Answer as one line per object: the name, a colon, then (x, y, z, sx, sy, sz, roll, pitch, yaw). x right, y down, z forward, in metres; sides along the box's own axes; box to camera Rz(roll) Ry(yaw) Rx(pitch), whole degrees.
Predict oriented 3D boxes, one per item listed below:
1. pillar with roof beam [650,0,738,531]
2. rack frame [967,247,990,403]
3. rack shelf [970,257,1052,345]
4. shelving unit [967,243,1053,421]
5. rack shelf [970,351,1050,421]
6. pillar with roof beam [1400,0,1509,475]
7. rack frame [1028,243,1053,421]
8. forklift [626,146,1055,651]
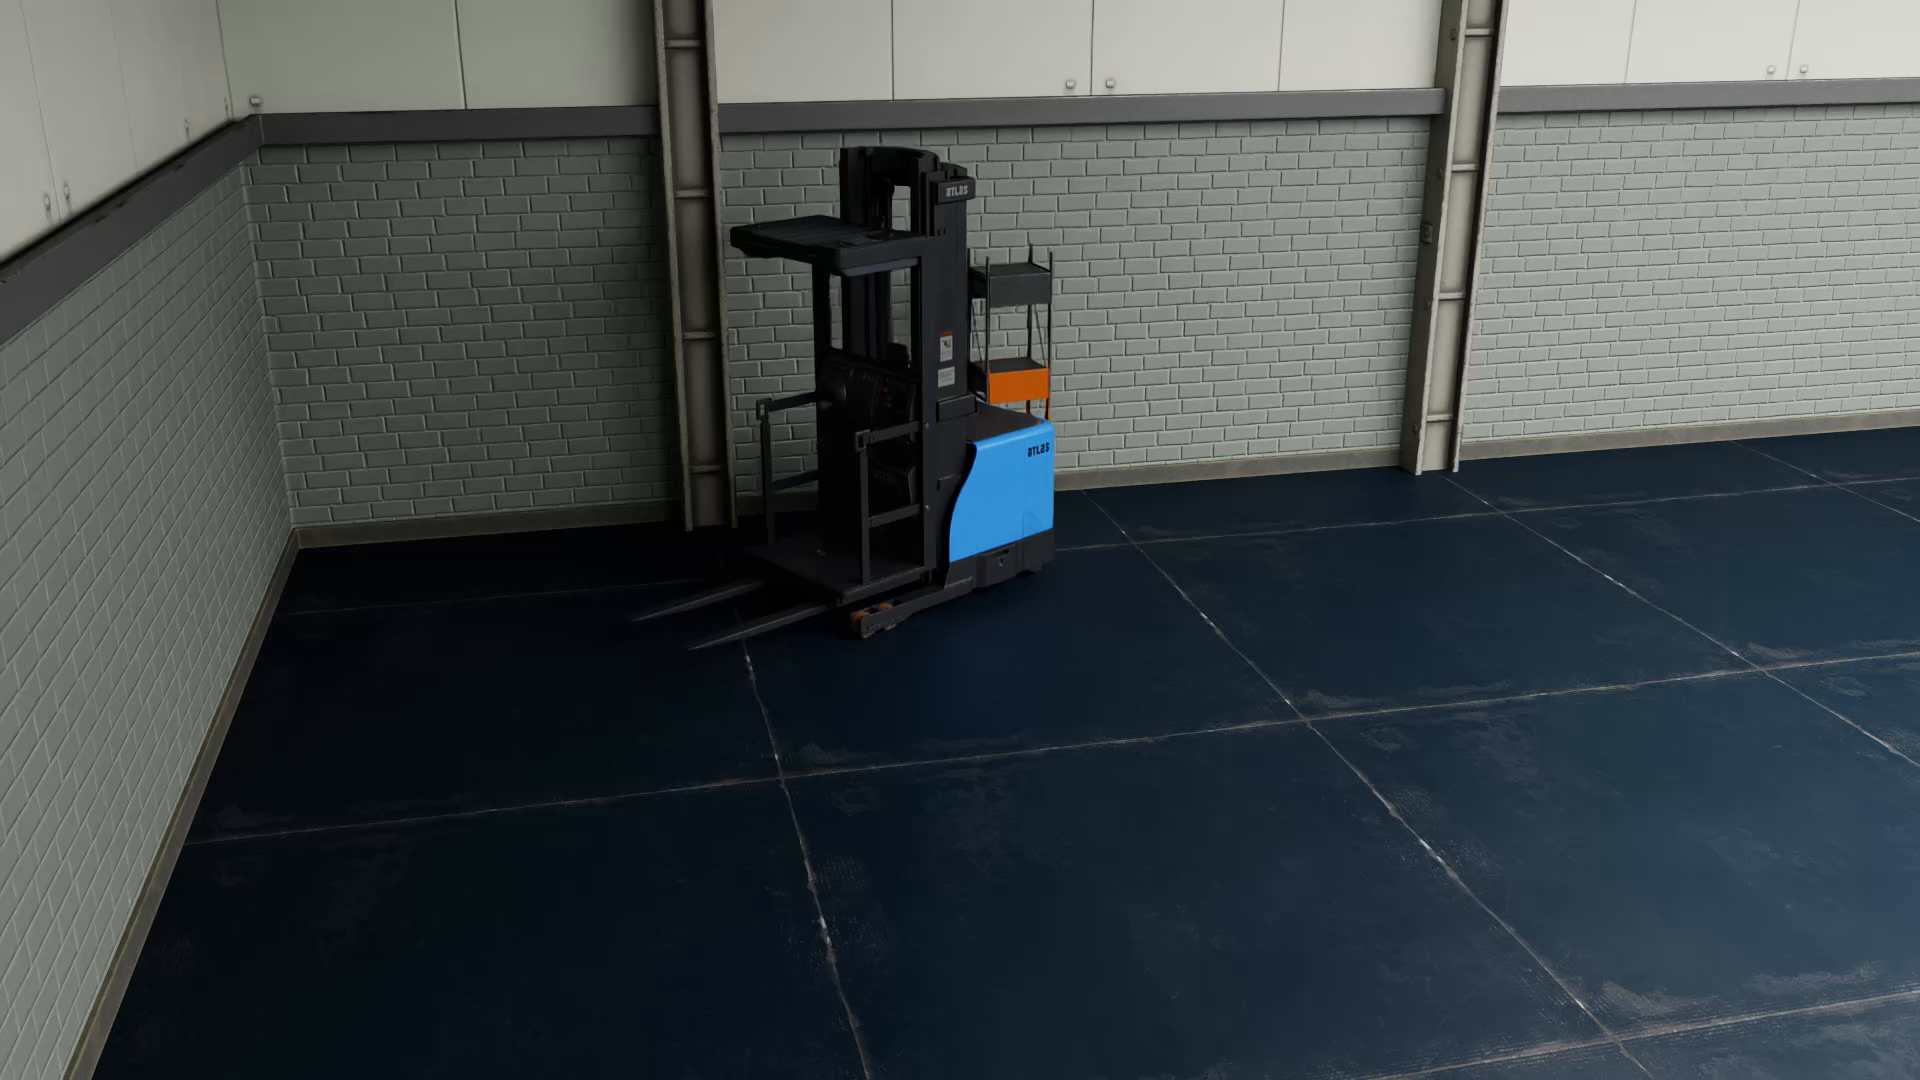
pillar with roof beam: (-0.916, -2.917, 7.195, 0.400, 9.000, 9.100, -5, 21, -12)
rack frame: (0.128, -1.052, 12.133, 0.015, 2.100, 0.400, -8, 21, -20)
rack shelf: (0.355, -1.727, 11.980, 0.480, 0.518, 0.431, -8, 21, -20)
shelving unit: (0.355, -1.082, 12.216, 0.503, 2.100, 0.431, -8, 21, -20)
rack shelf: (0.355, -1.069, 12.220, 0.480, 0.518, 0.431, -8, 21, -20)
pillar with roof beam: (4.923, -3.392, 8.491, 0.400, 9.000, 9.100, -5, 21, -12)
rack frame: (0.583, -1.112, 12.298, 0.015, 2.100, 0.400, -8, 21, -20)
forklift: (-0.750, -0.954, 10.659, 3.031, 2.935, 1.130, -18, 27, -40)
